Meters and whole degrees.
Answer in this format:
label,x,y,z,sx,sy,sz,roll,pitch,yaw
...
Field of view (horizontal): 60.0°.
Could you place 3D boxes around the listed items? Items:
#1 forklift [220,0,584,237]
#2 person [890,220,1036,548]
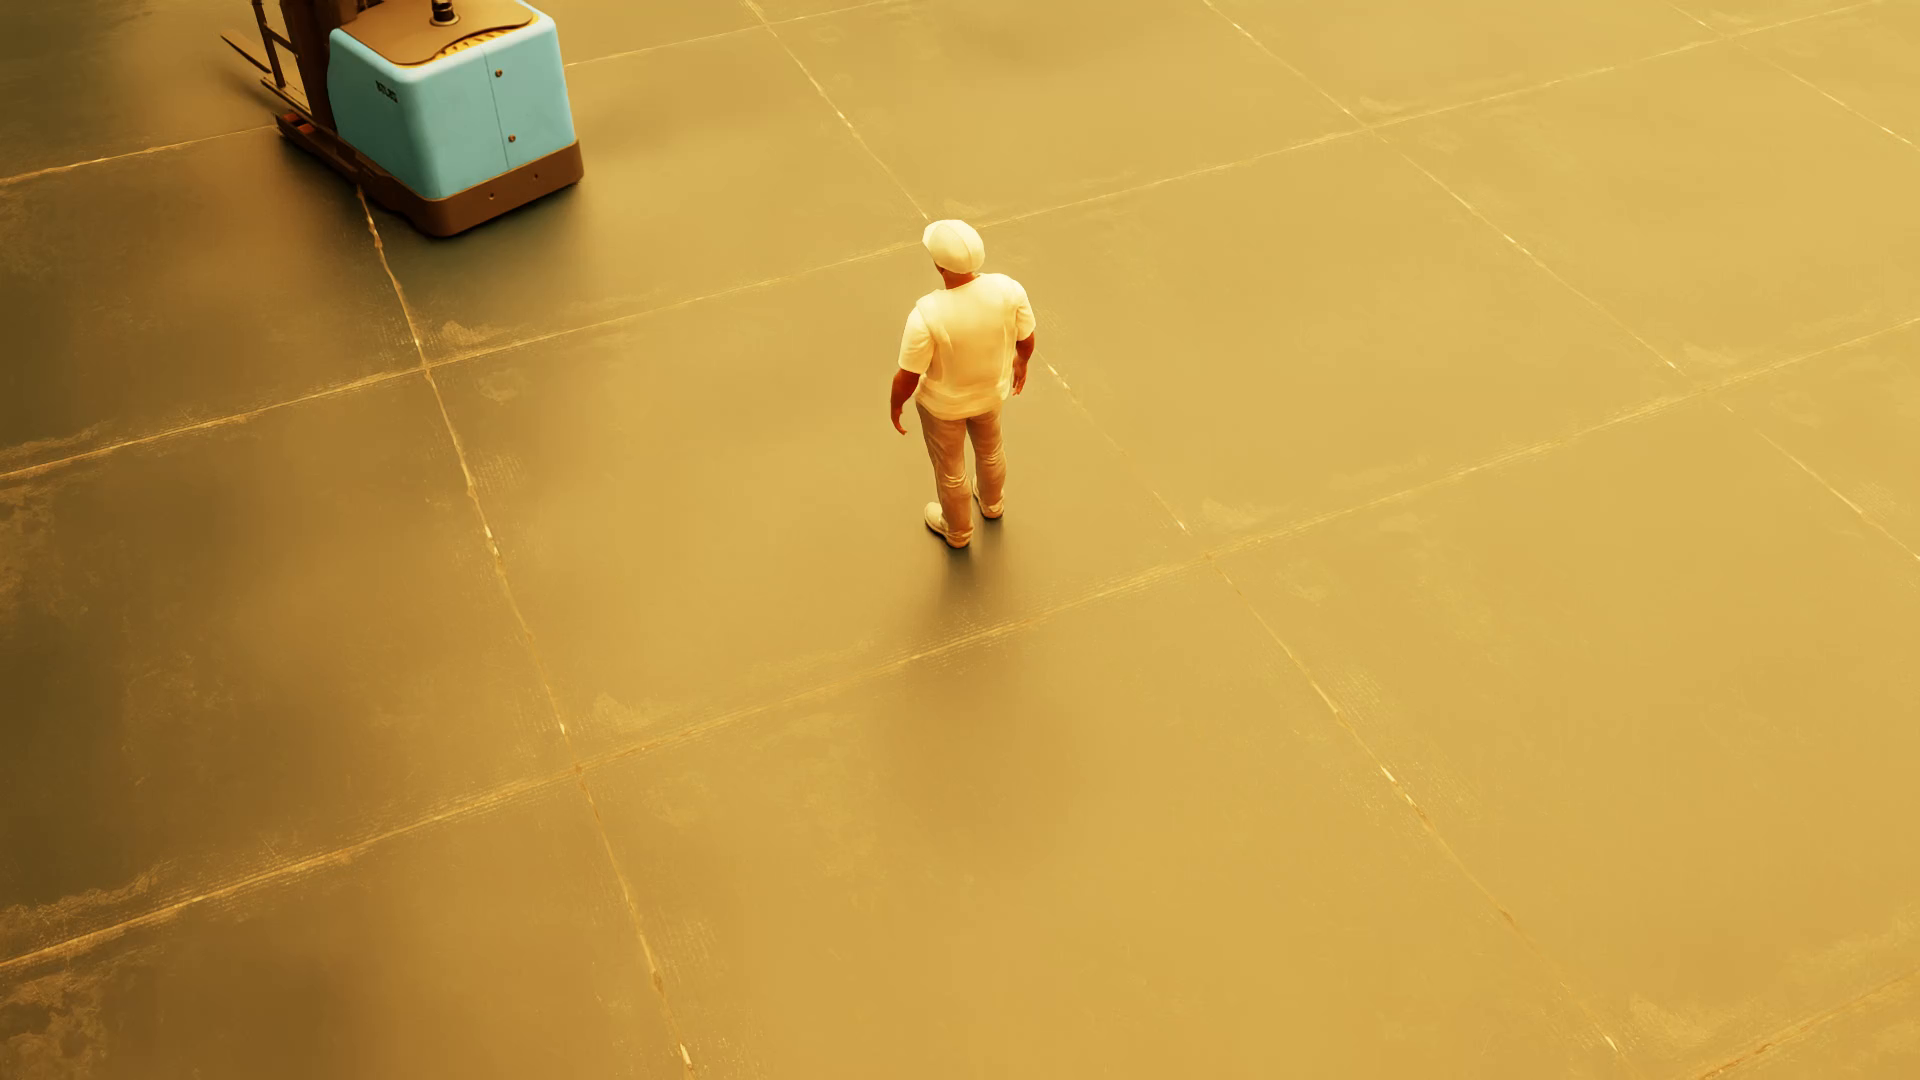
label,x,y,z,sx,sy,sz,roll,pitch,yaw
forklift,-3.670,-3.730,9.677,1.130,2.935,3.031,-34,52,-31
person,-0.023,-0.696,7.269,0.665,1.765,0.577,-18,46,-18
